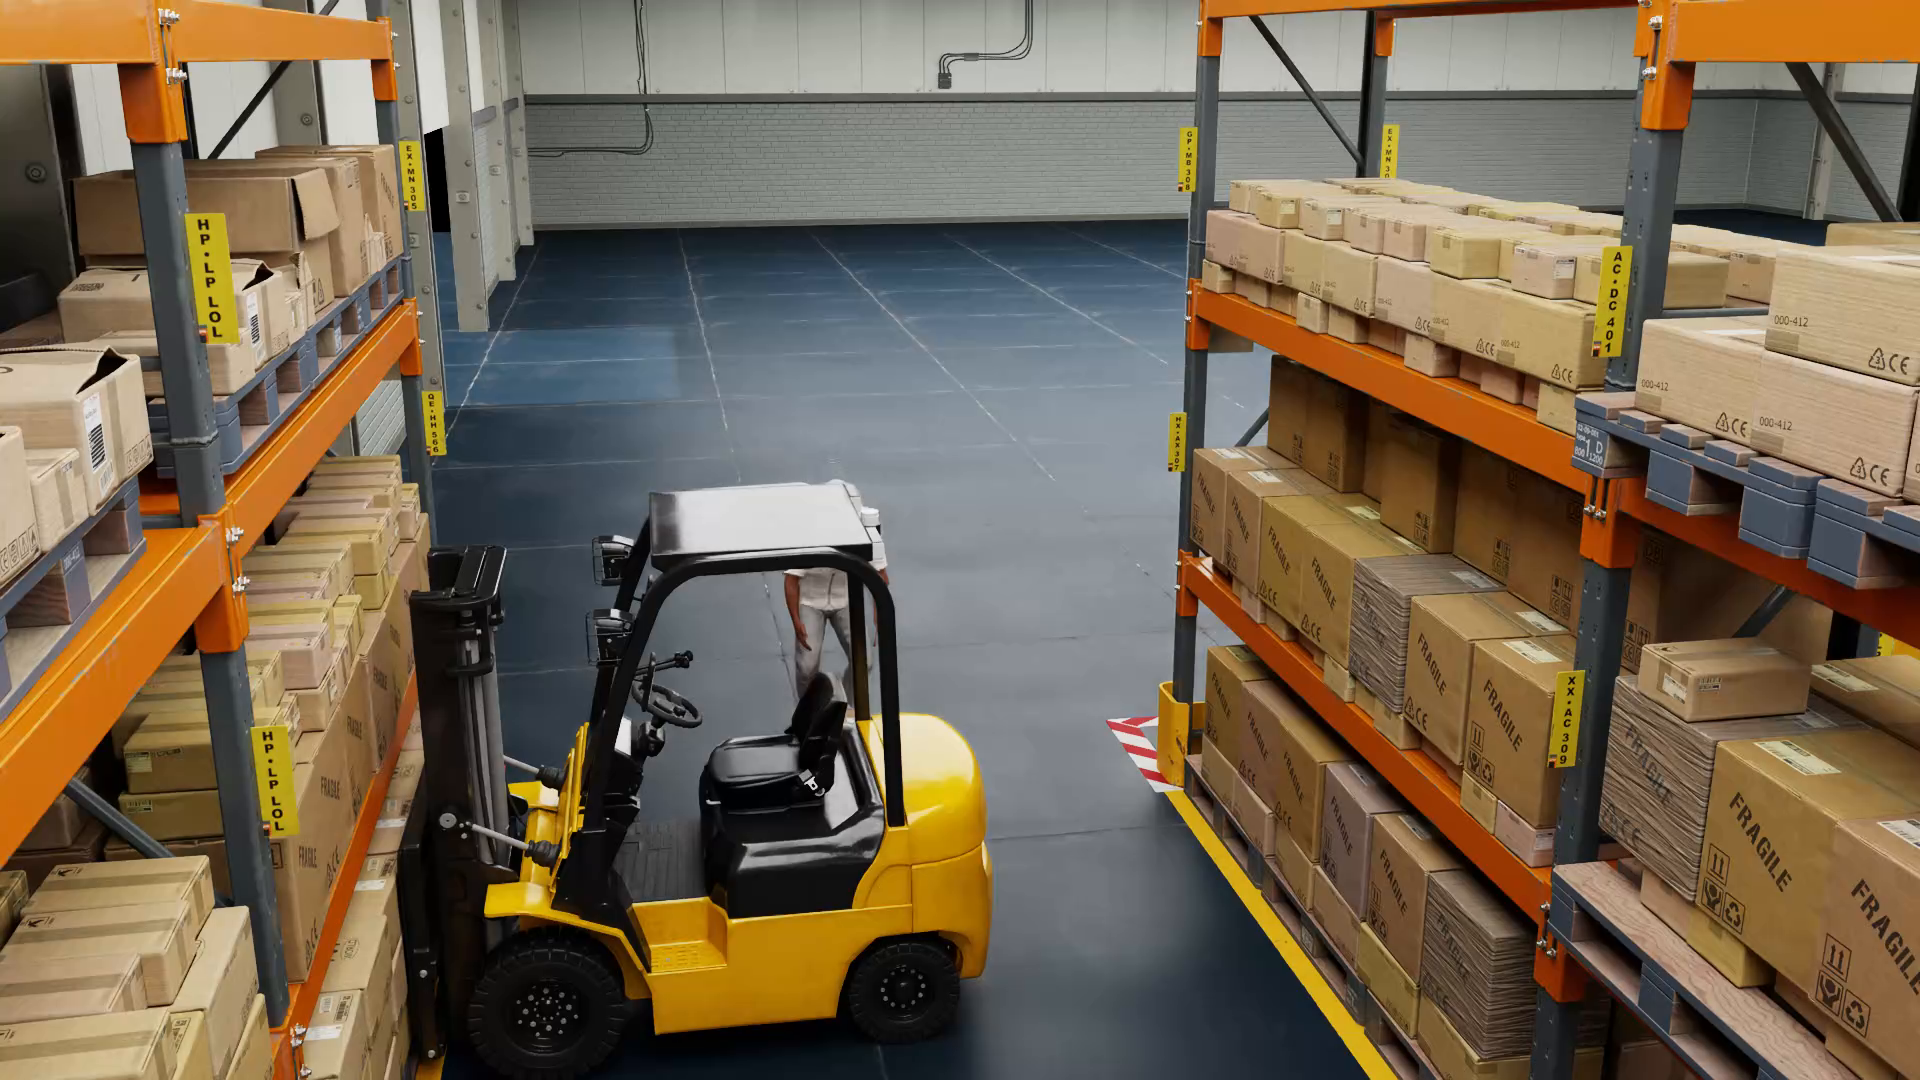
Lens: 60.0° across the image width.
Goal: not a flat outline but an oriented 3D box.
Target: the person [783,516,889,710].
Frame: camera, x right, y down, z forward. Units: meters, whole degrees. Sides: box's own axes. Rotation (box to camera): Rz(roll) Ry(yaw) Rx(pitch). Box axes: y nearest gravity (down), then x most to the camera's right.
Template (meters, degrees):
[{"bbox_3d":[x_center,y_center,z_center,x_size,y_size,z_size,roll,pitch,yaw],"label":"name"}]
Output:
[{"bbox_3d":[-0.741,0.418,9.962,0.625,1.541,0.666,-3,17,-10],"label":"person"}]
